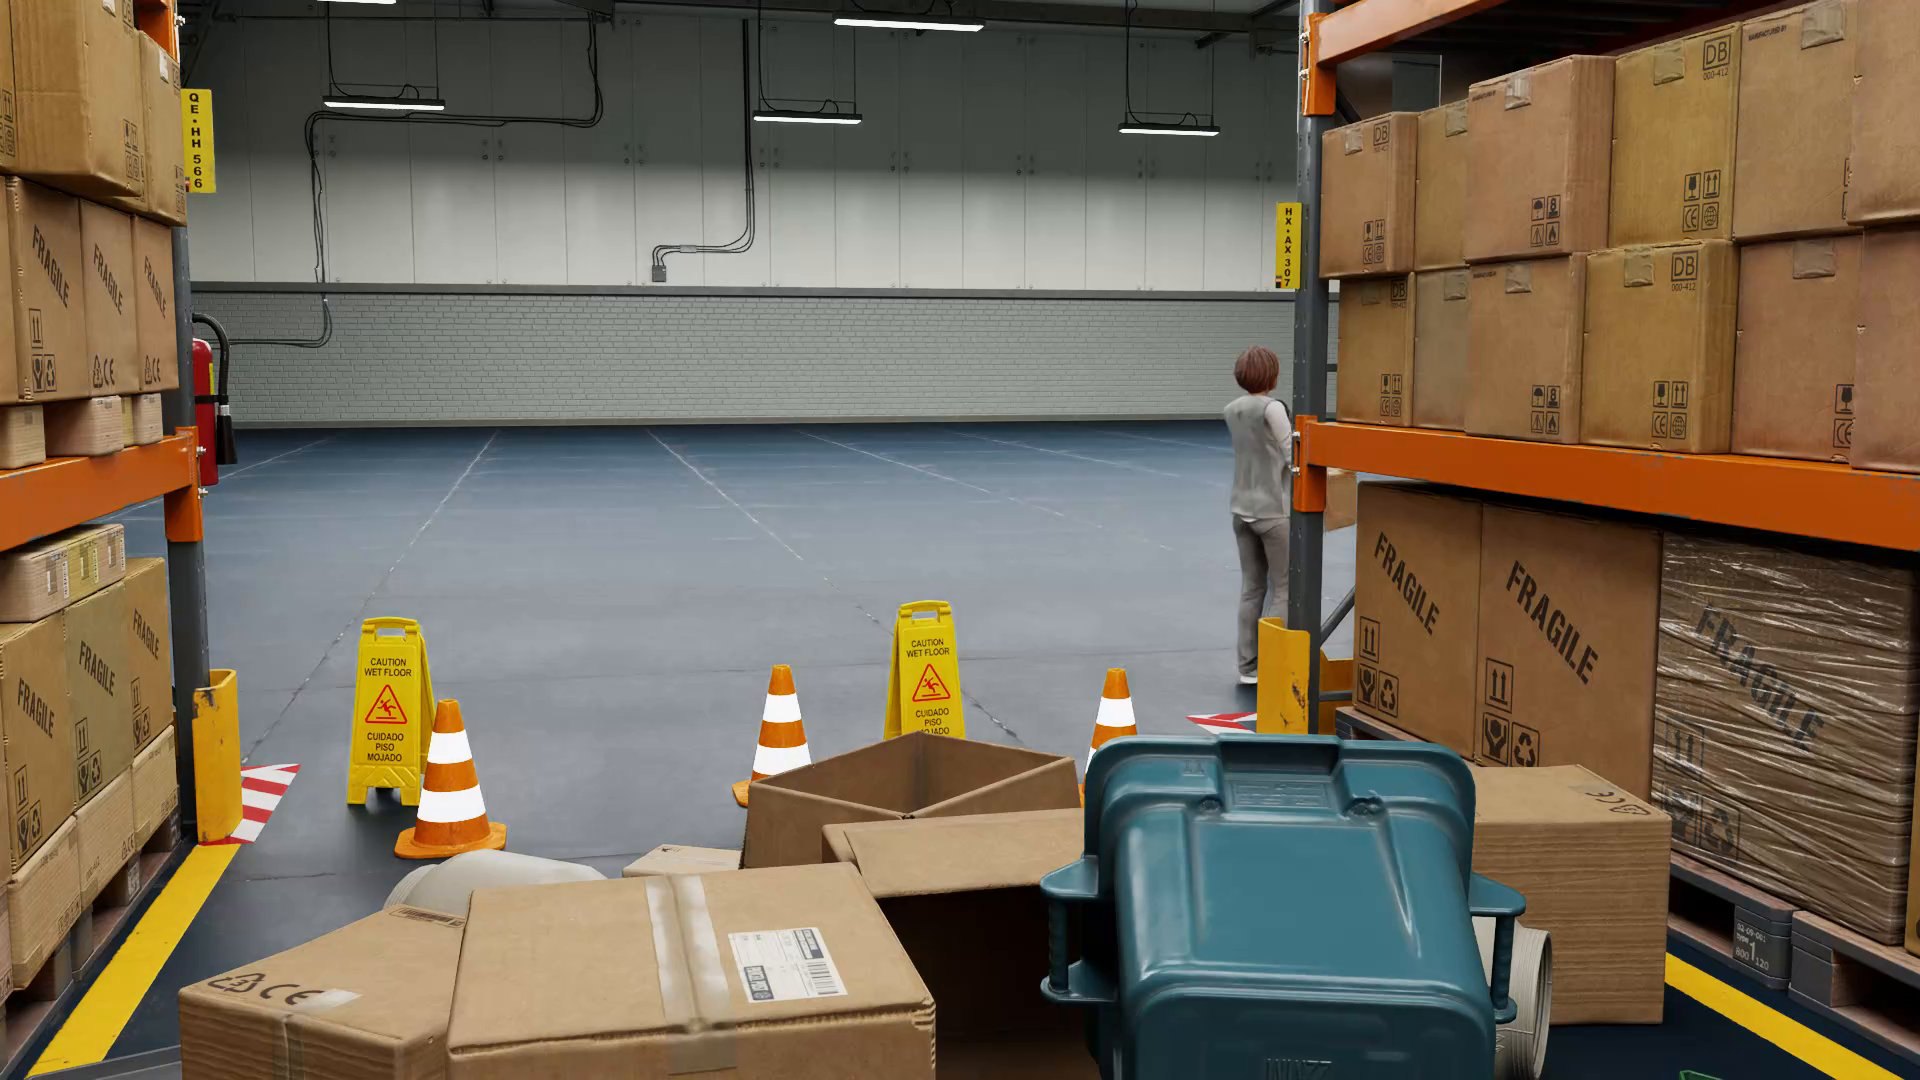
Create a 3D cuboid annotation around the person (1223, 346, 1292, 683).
[{"bbox_3d":[1.488,-0.107,7.804,0.461,1.601,0.460,-3,7,-29],"label":"person"}]
